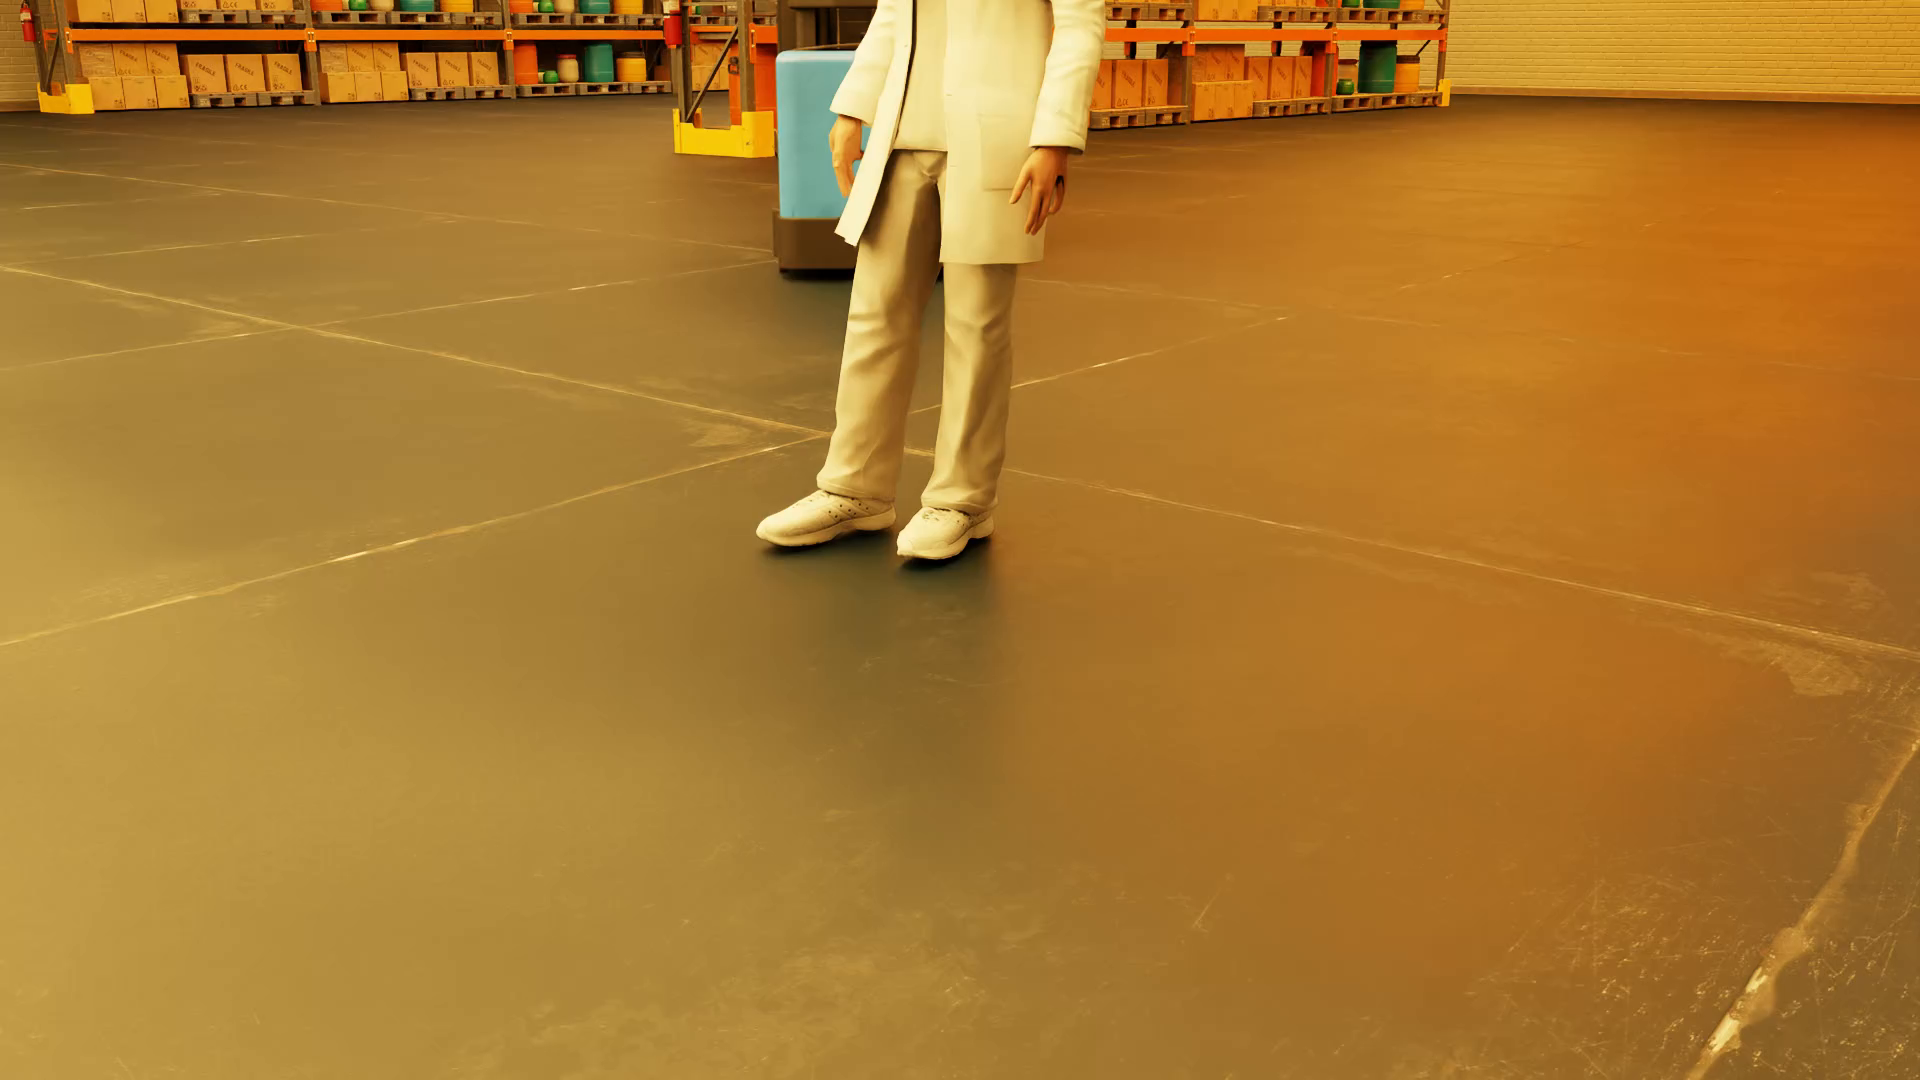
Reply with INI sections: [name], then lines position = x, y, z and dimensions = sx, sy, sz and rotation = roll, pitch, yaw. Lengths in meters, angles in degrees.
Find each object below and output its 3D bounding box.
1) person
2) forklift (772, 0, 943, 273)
[person]
position = -0.061, -0.838, 3.616
dimensions = 0.698, 1.777, 0.578
rotation = 13, 21, 37
[forklift]
position = -0.452, -3.078, 9.035
dimensions = 1.130, 2.935, 3.031
rotation = -1, 17, -4
